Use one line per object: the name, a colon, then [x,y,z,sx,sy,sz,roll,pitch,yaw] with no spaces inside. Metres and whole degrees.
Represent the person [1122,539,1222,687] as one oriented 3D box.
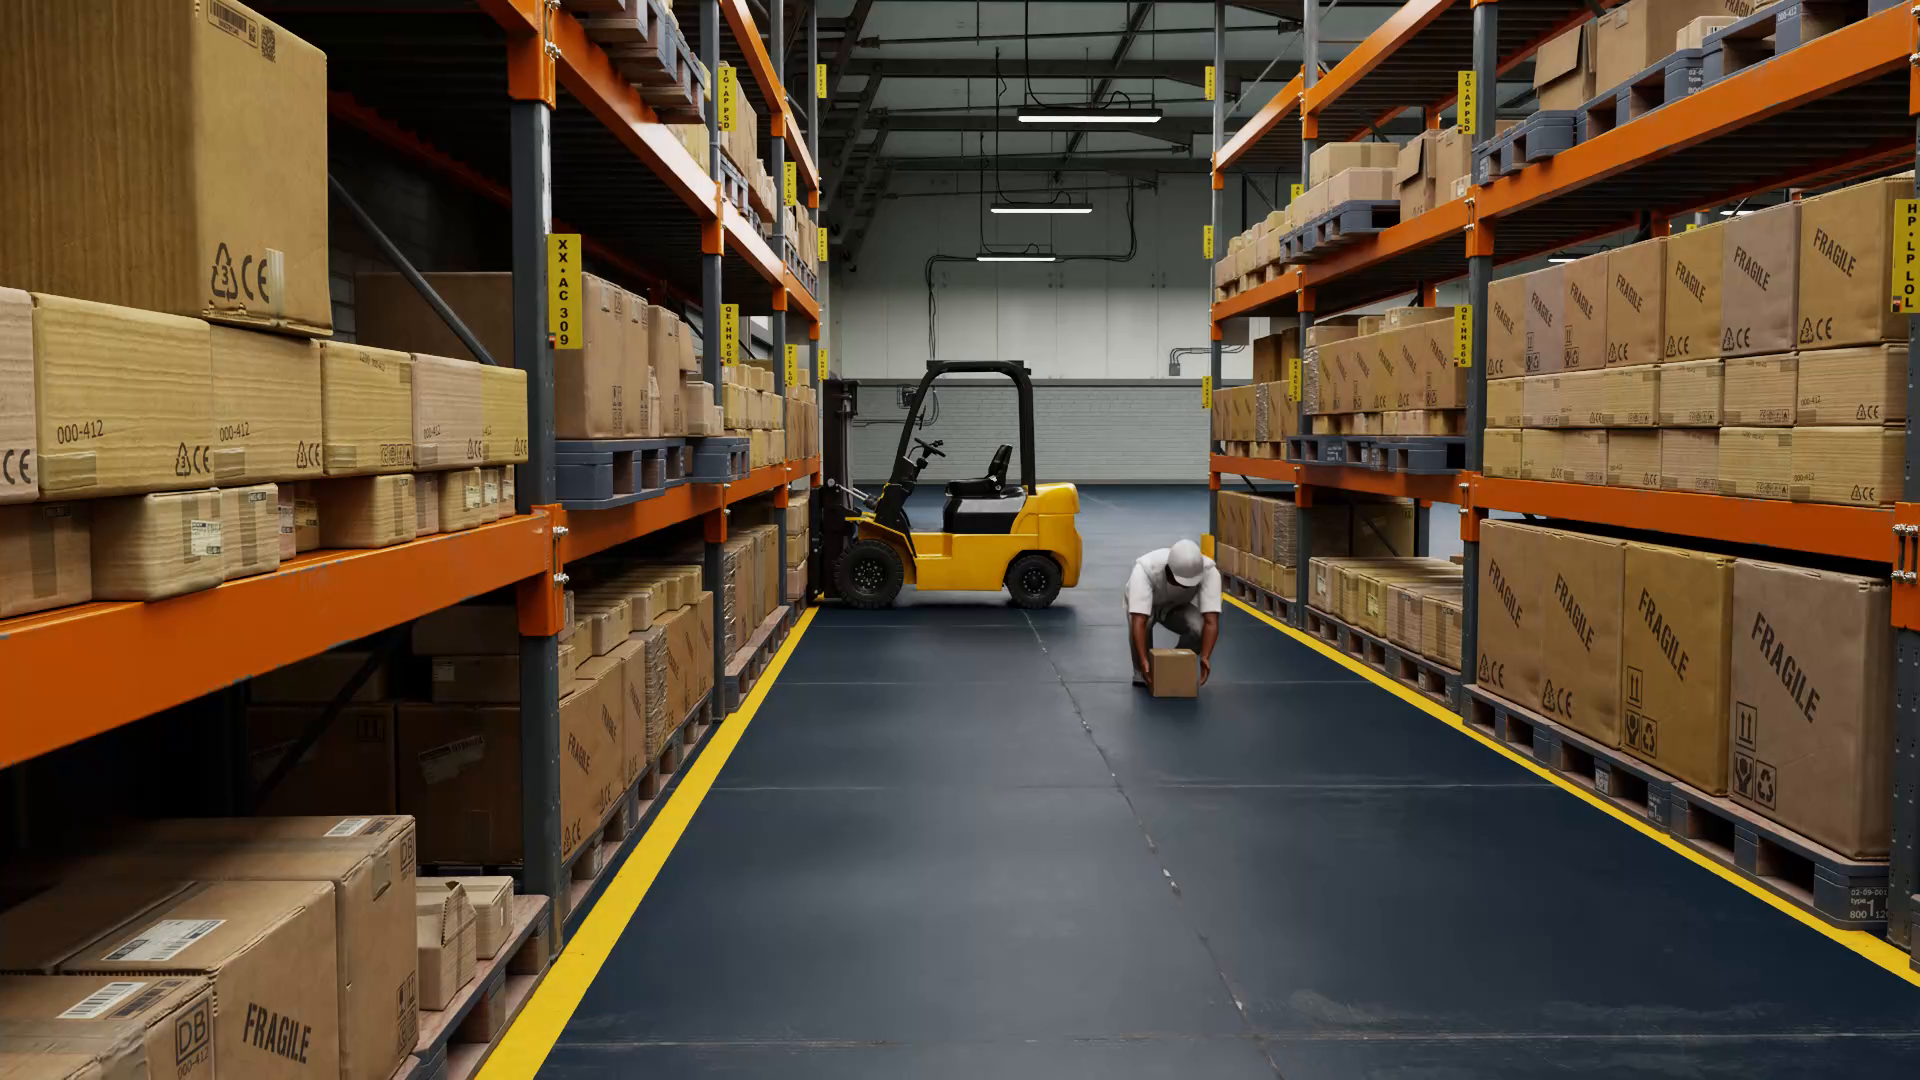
person: [1.282,0.430,10.066,0.567,0.914,0.897,0,4,-1]
